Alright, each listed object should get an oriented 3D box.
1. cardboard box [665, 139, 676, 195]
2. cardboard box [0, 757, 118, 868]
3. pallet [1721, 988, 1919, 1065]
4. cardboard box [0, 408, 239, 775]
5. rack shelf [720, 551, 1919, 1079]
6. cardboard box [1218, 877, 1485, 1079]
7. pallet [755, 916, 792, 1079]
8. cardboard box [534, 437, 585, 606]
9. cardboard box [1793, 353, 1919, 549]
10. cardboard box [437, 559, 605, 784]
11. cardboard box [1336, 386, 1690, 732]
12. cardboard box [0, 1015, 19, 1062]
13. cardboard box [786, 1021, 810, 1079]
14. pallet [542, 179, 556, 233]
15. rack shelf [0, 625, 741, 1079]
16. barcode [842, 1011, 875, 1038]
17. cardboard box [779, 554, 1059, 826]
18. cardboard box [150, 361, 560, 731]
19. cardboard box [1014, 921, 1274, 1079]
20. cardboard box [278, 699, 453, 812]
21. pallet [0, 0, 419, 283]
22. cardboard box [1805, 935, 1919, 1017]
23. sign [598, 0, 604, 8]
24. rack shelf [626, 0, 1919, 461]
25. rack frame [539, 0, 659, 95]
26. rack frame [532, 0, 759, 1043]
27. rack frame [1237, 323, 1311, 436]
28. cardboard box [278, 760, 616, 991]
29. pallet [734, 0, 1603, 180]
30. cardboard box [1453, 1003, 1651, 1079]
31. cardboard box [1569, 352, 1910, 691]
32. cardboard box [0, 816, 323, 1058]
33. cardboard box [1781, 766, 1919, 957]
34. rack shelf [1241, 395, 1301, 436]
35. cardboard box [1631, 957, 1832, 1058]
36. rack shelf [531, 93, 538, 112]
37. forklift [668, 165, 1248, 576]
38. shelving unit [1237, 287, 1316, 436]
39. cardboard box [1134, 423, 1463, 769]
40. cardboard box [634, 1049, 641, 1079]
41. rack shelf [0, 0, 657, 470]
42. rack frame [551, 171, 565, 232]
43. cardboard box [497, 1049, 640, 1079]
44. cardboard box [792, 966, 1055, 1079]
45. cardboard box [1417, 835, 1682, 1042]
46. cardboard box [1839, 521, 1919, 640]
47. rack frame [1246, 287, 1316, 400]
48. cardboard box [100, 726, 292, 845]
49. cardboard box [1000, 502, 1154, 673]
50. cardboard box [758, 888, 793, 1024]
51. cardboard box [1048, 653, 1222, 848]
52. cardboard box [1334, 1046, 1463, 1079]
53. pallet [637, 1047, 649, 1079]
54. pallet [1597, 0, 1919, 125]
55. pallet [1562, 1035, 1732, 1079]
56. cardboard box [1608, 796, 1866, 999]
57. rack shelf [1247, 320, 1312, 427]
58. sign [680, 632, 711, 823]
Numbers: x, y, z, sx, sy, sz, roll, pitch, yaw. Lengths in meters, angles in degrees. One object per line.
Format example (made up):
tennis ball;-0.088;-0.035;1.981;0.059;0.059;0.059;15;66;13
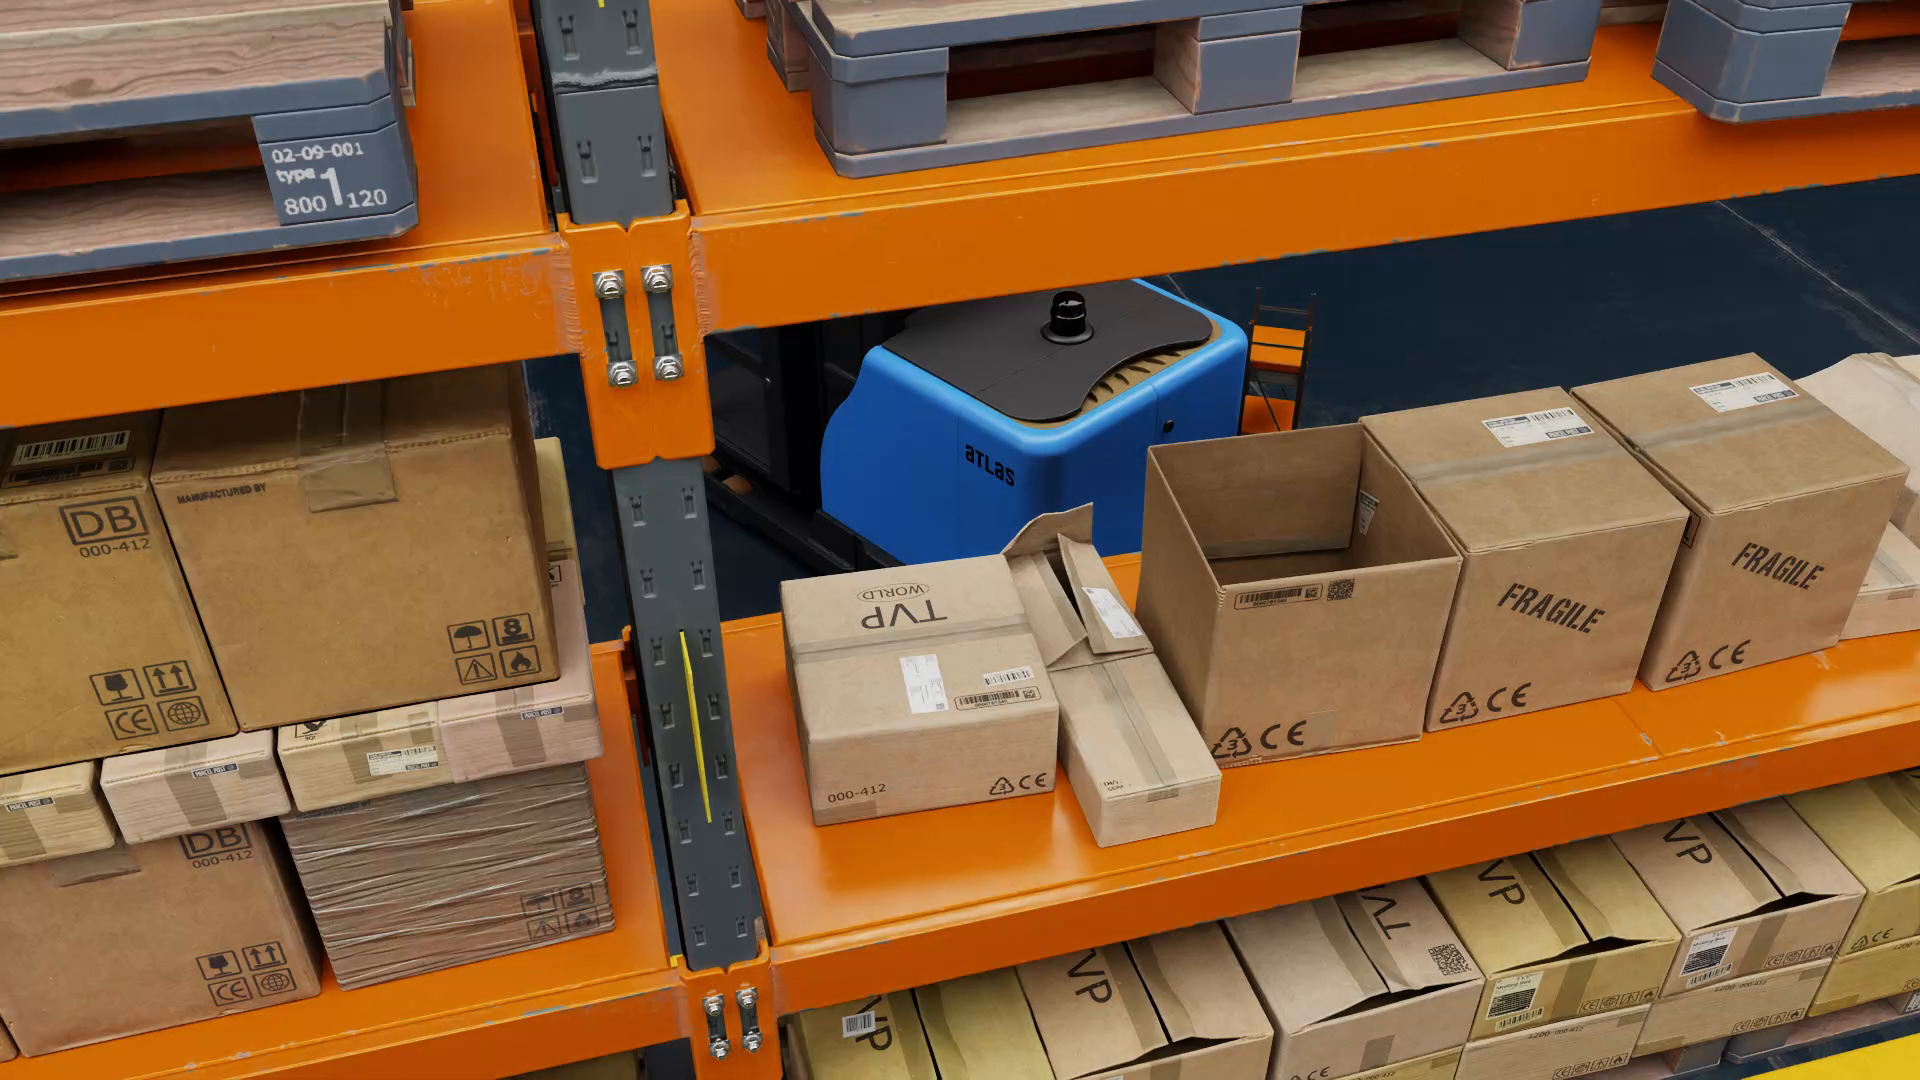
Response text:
cardboard box;-1.150;-1.866;7.915;0.500;0.500;0.700;-8;38;-10
cardboard box;-1.513;0.342;2.718;0.250;0.149;0.380;-9;38;-12
pallet;2.496;0.929;4.862;1.213;0.211;1.003;-9;38;-12
cardboard box;-1.475;-0.052;2.700;0.500;0.500;0.700;-9;38;-12
rack shelf;1.370;0.317;3.959;4.000;0.370;1.077;-9;38;-12
cardboard box;0.887;0.972;3.966;0.500;0.311;0.500;-11;39;-13
pallet;0.140;1.316;4.356;1.213;0.211;1.003;-9;38;-12
cardboard box;-0.871;-0.021;3.192;0.250;0.149;0.380;-9;38;-12
cardboard box;2.386;-0.222;4.145;0.500;0.311;0.500;-10;38;-12
cardboard box;-0.768;0.219;2.879;0.250;0.149;0.380;-9;38;-12
cardboard box;1.177;0.033;3.656;0.500;0.500;0.500;-9;38;-12
cardboard box;-1.981;0.547;2.984;0.500;0.500;0.700;-9;38;-11
cardboard box;-0.107;1.354;3.928;0.500;0.250;0.500;-10;39;-13
pallet;-2.495;-1.323;7.805;1.213;0.211;1.003;-9;38;-12
rack shelf;-2.492;0.950;3.131;4.000;0.370;1.077;-9;38;-12
barcode;-0.206;0.988;3.394;0.075;0.075;0.001;-9;38;-12
cardboard box;-0.097;0.304;3.508;0.500;0.250;0.500;-7;38;-9
cardboard box;-0.988;-0.133;2.805;0.500;0.500;0.700;-9;38;-12
cardboard box;0.387;1.055;3.858;0.500;0.311;0.500;-10;38;-12
cardboard box;-1.007;0.257;2.829;0.250;0.149;0.380;-10;39;-13
pallet;-1.378;-0.658;2.246;1.213;0.211;1.003;-9;38;-12
cardboard box;2.359;0.950;4.457;0.500;0.250;0.500;-10;38;-12
sign;-0.415;-0.755;1.809;0.005;0.325;0.100;-9;38;-12
rack shelf;1.370;-0.875;3.048;4.000;0.370;1.077;-9;38;-12
rack frame;-0.561;-2.035;1.504;0.127;3.000;1.000;-9;38;-12
rack frame;-0.561;0.348;3.327;0.127;3.000;1.000;-9;38;-12
rack frame;1.046;-0.280;5.752;0.200;1.050;0.008;8;38;11
cardboard box;-0.988;0.382;3.199;0.500;0.500;0.700;-10;39;-13
pallet;0.287;-0.915;2.666;1.217;0.209;0.805;-11;39;-14
cardboard box;1.377;1.111;4.247;0.500;0.250;0.500;-9;38;-11
cardboard box;1.685;-0.050;3.765;0.500;0.500;0.500;-11;39;-14
cardboard box;-1.495;0.469;3.085;0.500;0.500;0.700;-10;38;-12
cardboard box;2.359;0.730;4.282;0.500;0.311;0.500;-10;39;-13
rack shelf;1.074;-0.344;5.853;0.215;0.259;0.240;8;38;11
cardboard box;1.873;1.027;4.355;0.500;0.250;0.500;-8;38;-11
rack shelf;-3.787;-1.955;6.929;4.000;0.370;1.077;-9;38;-12
forklift;-0.433;-1.437;5.716;1.130;2.935;3.031;-30;47;-33
shelving unit;1.074;-0.352;5.846;0.215;1.050;0.252;8;38;11
cardboard box;0.693;0.112;3.552;0.500;0.500;0.500;-7;38;-9
cardboard box;-1.088;1.169;4.171;0.500;0.250;0.500;-9;38;-12
rack shelf;-2.492;-0.241;2.220;4.000;0.370;1.077;-9;38;-12
rack frame;-1.856;-2.557;7.124;0.127;3.000;1.000;-9;38;-12
cardboard box;-0.952;1.475;3.771;0.500;0.250;0.500;-9;38;-12
cardboard box;-0.097;1.131;3.759;0.500;0.311;0.500;-9;38;-12
cardboard box;1.387;0.887;4.078;0.500;0.311;0.500;-8;38;-11
cardboard box;2.084;0.049;3.924;0.250;0.149;0.380;-7;38;-9
rack frame;1.102;-0.424;5.941;0.200;1.050;0.008;8;38;11
cardboard box;-1.259;0.300;2.773;0.250;0.149;0.380;-10;39;-13
cardboard box;0.240;0.154;3.690;0.258;0.266;0.396;-10;39;-13
cardboard box;-0.236;1.037;4.343;0.500;0.250;0.500;-10;38;-12
cardboard box;0.348;0.427;3.430;0.250;0.149;0.380;-9;38;-12
cardboard box;0.886;1.191;4.142;0.500;0.250;0.500;-10;39;-13
pallet;-1.340;1.557;4.041;1.213;0.211;1.003;-9;38;-12
pallet;1.590;-1.063;2.858;1.213;0.211;1.003;-8;38;-10
pallet;1.320;1.120;4.612;1.213;0.211;1.003;-9;38;-12
cardboard box;1.871;0.809;4.180;0.500;0.311;0.500;-10;38;-12
rack shelf;1.074;-0.569;5.680;0.215;0.259;0.240;8;38;11
sign;-0.415;0.298;2.614;0.005;0.325;0.100;-9;38;-12
